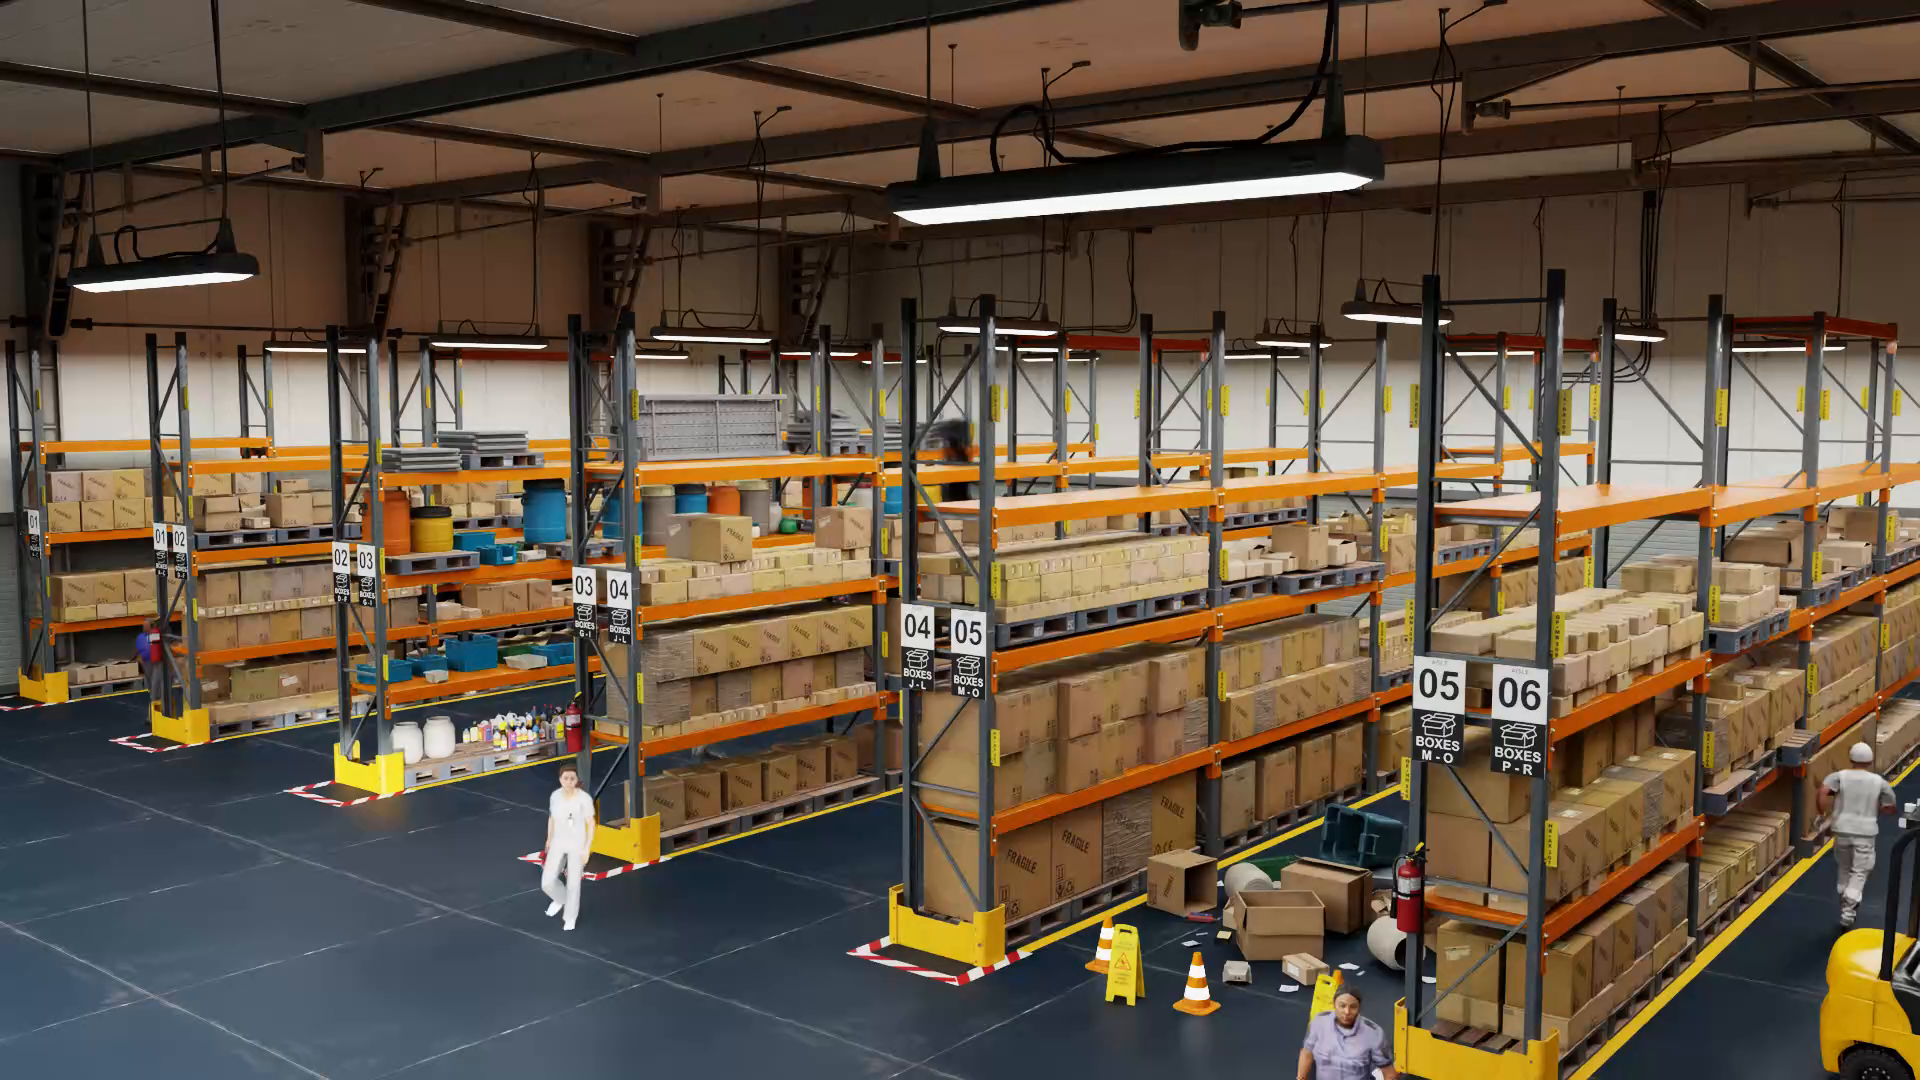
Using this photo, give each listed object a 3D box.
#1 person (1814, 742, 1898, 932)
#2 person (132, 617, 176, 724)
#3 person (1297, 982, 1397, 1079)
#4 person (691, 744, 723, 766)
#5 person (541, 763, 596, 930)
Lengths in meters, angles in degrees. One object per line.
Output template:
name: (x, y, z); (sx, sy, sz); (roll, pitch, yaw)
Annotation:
person: (8.490, 2.827, 15.778); (0.647, 1.817, 0.910); (4, 7, 40)
person: (-12.563, 1.997, 25.978); (0.548, 1.621, 0.990); (1, 5, 7)
person: (2.444, 3.455, 10.366); (0.656, 1.574, 0.802); (3, 6, 26)
person: (-3.317, 2.464, 21.798); (0.535, 1.527, 0.541); (3, 6, 31)
person: (-3.726, 2.922, 15.874); (0.569, 1.640, 0.533); (1, 5, 6)
